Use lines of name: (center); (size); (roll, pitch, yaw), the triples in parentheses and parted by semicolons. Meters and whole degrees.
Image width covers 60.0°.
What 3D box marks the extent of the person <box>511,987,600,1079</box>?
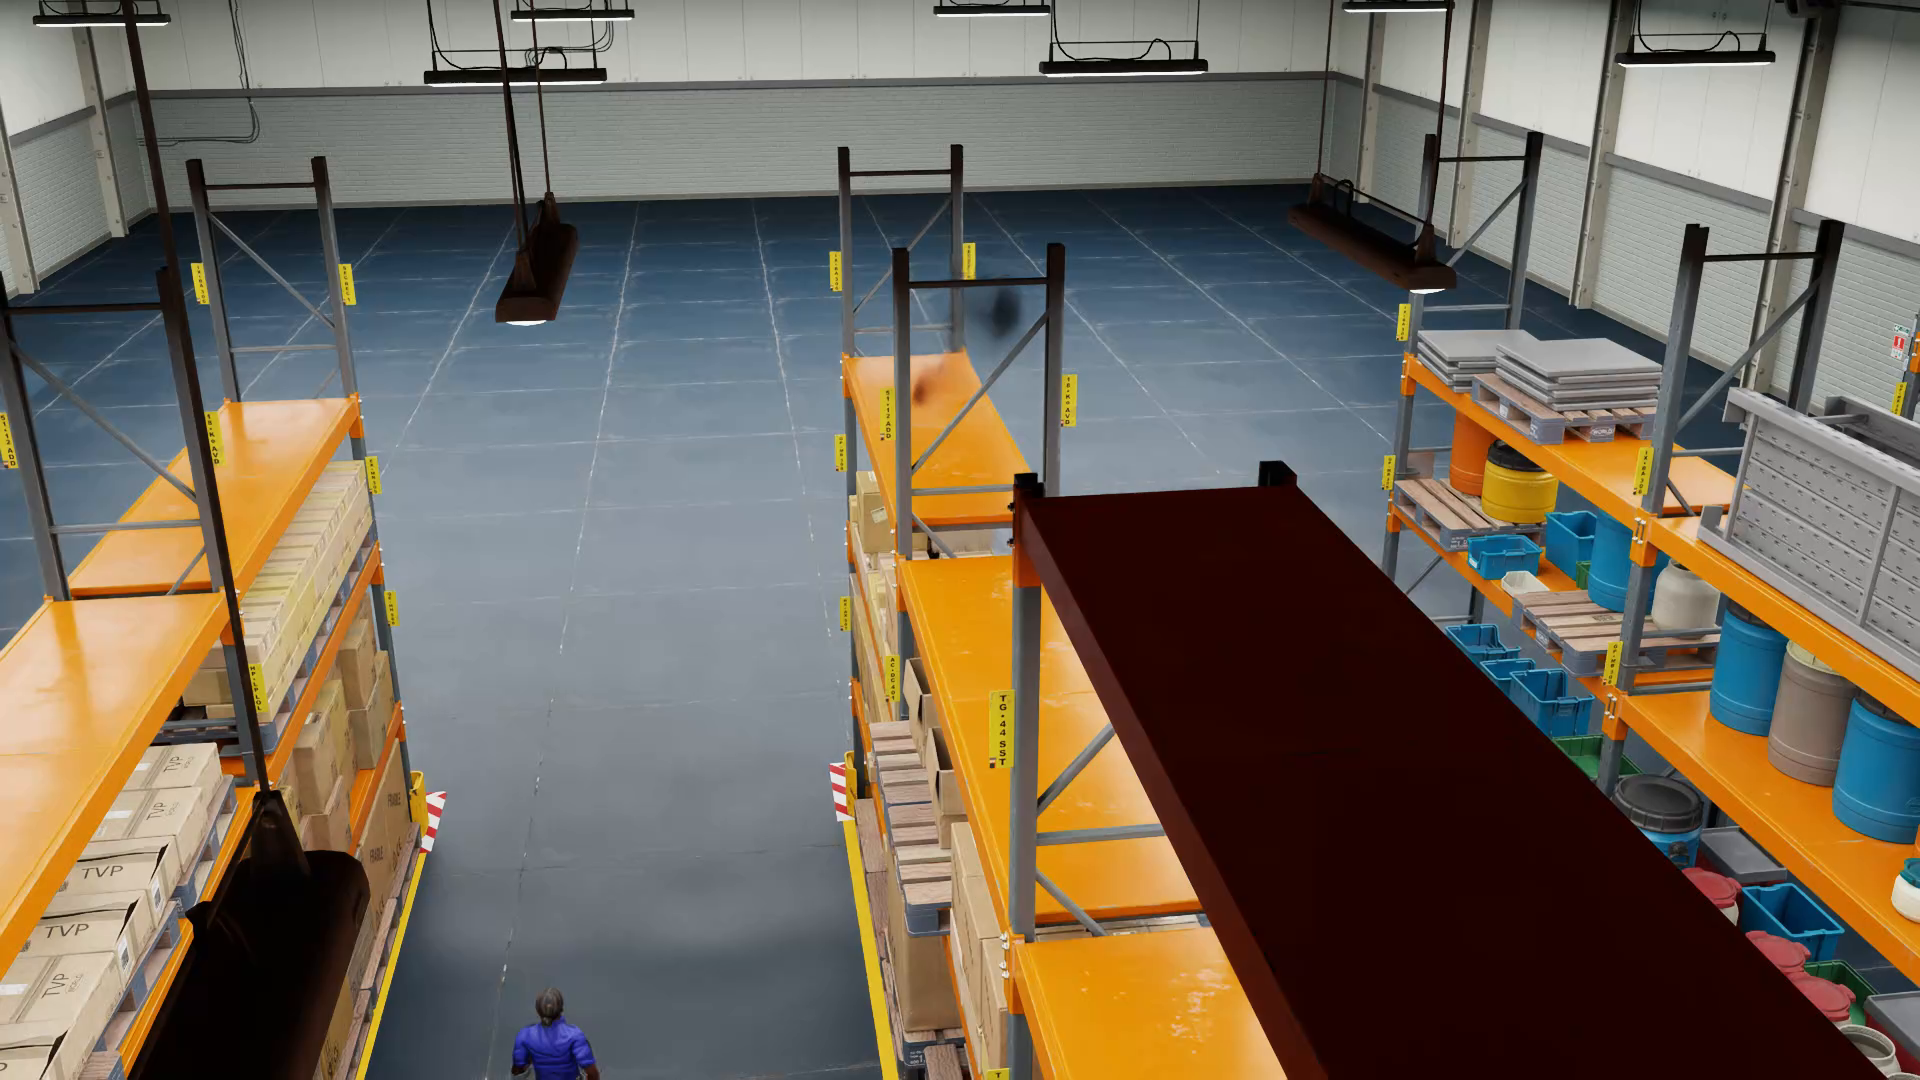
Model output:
person: (-2.525, 3.558, 10.557); (0.536, 1.548, 0.632); (-4, 22, -9)
